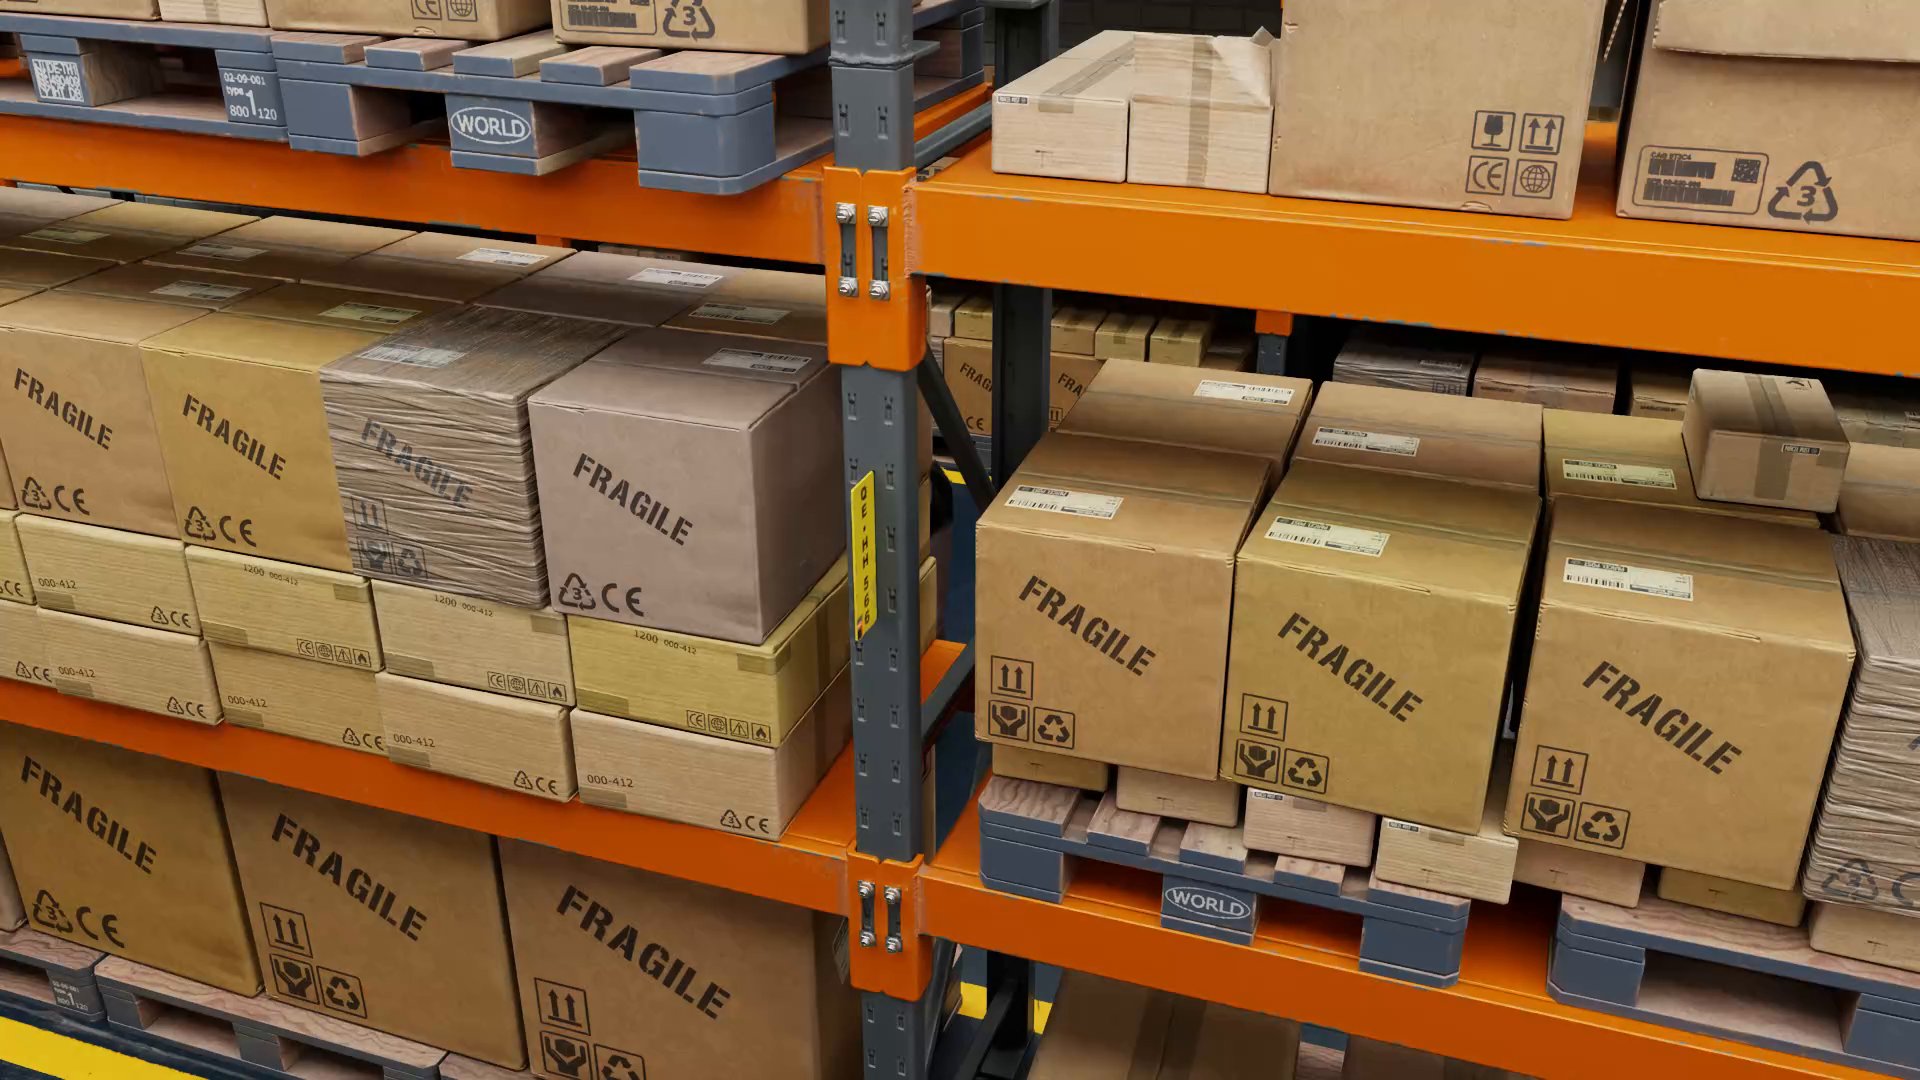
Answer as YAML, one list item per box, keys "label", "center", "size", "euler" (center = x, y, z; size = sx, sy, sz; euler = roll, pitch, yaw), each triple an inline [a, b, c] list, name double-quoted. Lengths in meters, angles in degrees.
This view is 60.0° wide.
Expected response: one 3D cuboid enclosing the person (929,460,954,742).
- label: "person"
  center: [-0.294, 0.128, 6.157]
  size: [0.470, 1.480, 0.797]
  euler: [8, 27, 16]
